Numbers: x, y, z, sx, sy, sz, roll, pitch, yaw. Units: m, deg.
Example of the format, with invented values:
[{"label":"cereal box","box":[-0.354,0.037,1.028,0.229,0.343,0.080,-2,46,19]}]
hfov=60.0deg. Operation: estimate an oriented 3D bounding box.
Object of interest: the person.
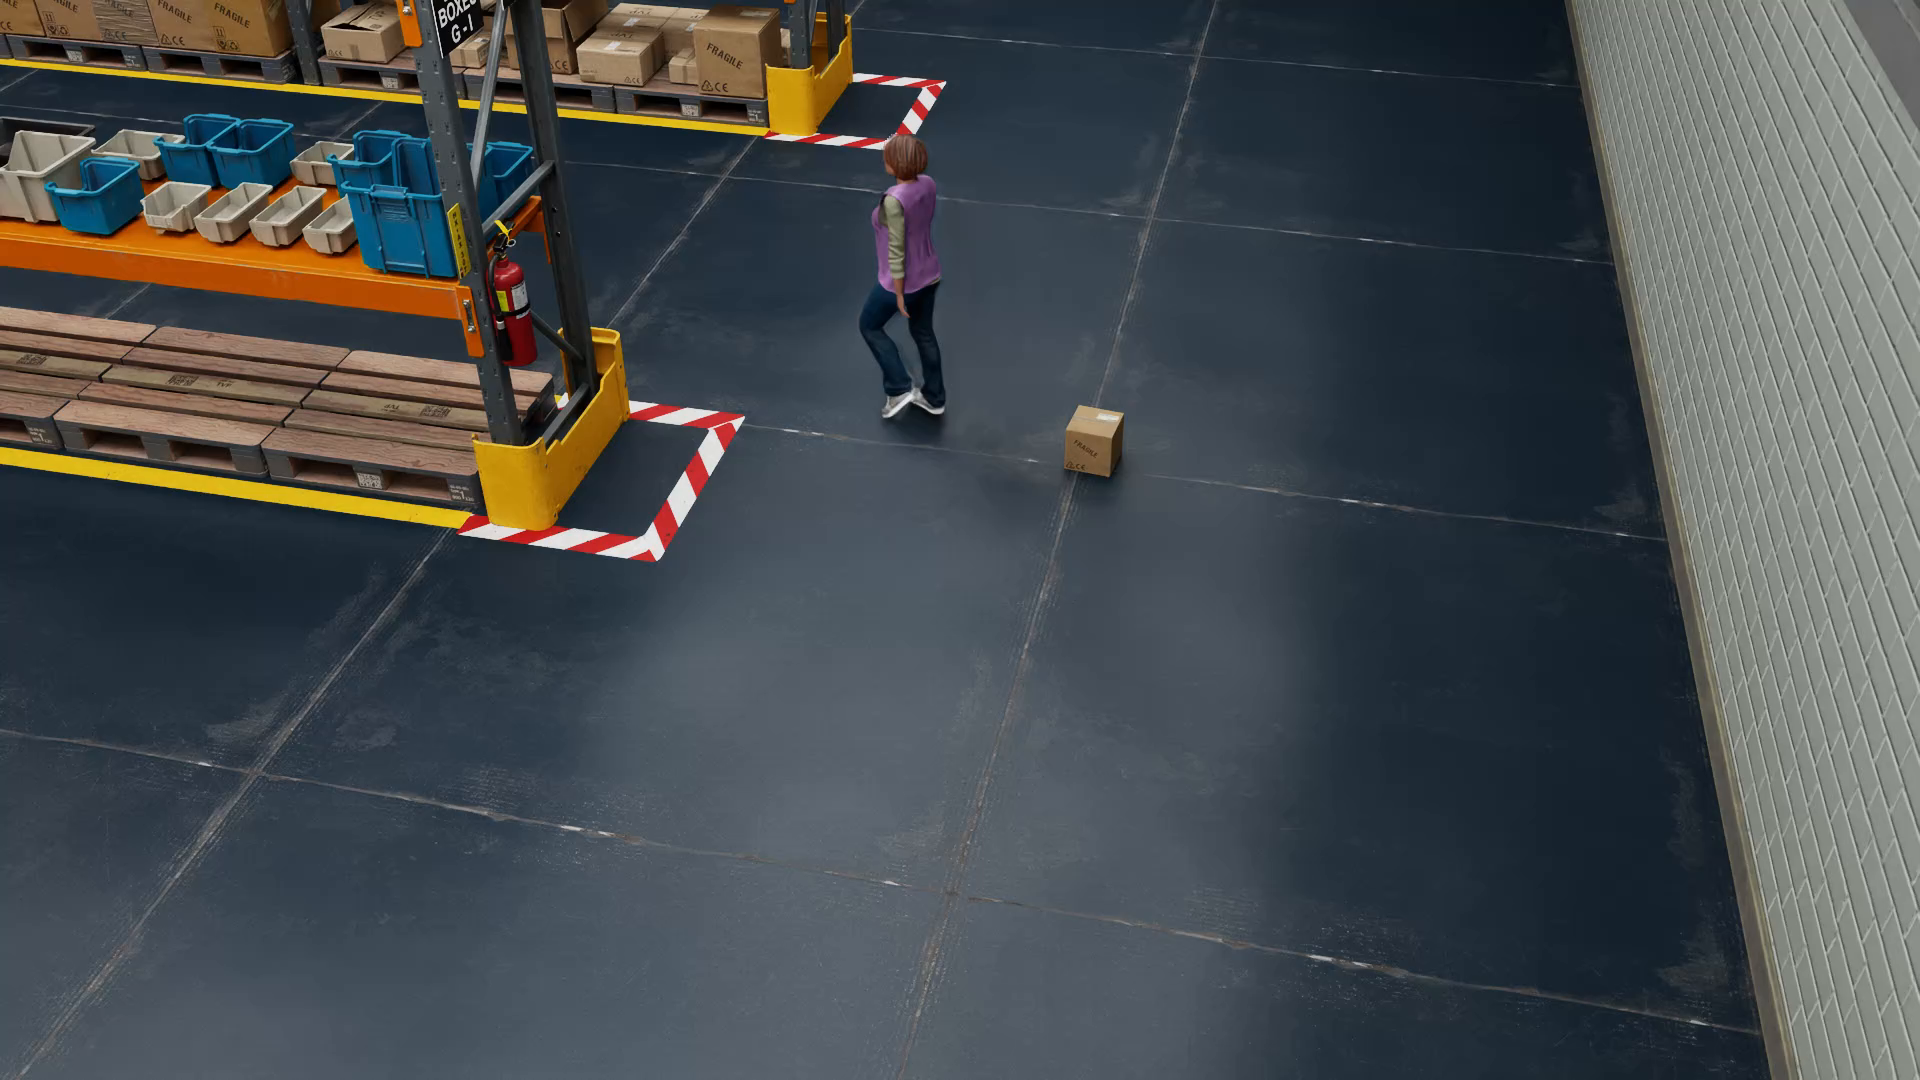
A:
[{"label":"person","box":[-0.283,-1.356,8.747,0.450,1.617,0.417,26,44,30]}]
